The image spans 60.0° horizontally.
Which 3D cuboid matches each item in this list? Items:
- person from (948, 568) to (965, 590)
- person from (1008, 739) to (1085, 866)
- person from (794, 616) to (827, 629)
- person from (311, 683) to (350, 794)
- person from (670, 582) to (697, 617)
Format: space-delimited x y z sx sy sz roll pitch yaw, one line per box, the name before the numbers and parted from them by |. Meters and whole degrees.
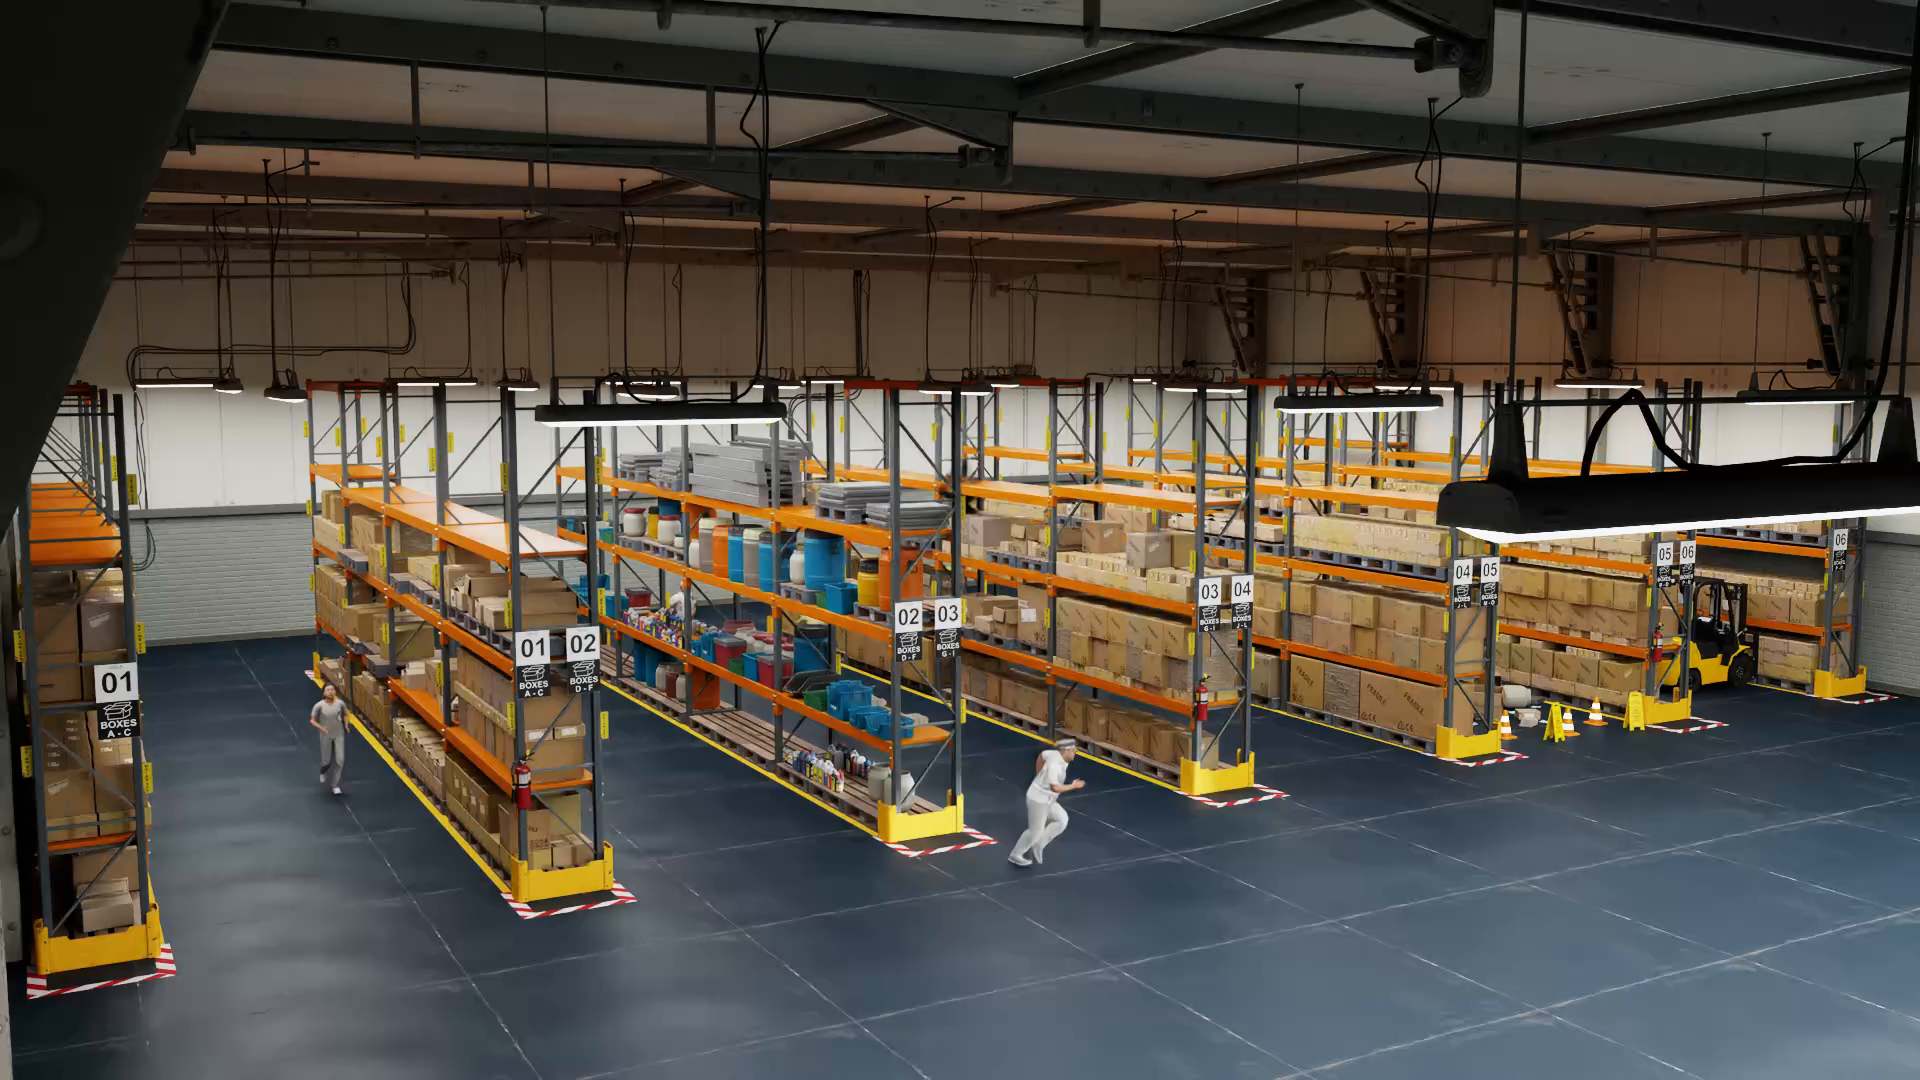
person | -0.184 1.495 37.200 0.698 1.775 0.853 -3 7 -29
person | 1.096 3.296 20.953 0.965 1.637 0.693 1 6 7
person | -2.665 1.948 30.405 0.568 1.689 0.874 -5 8 -38
person | -9.296 2.907 24.605 0.568 1.622 0.702 -4 7 -34
person | -5.919 1.701 35.935 0.573 1.625 0.602 6 9 44
